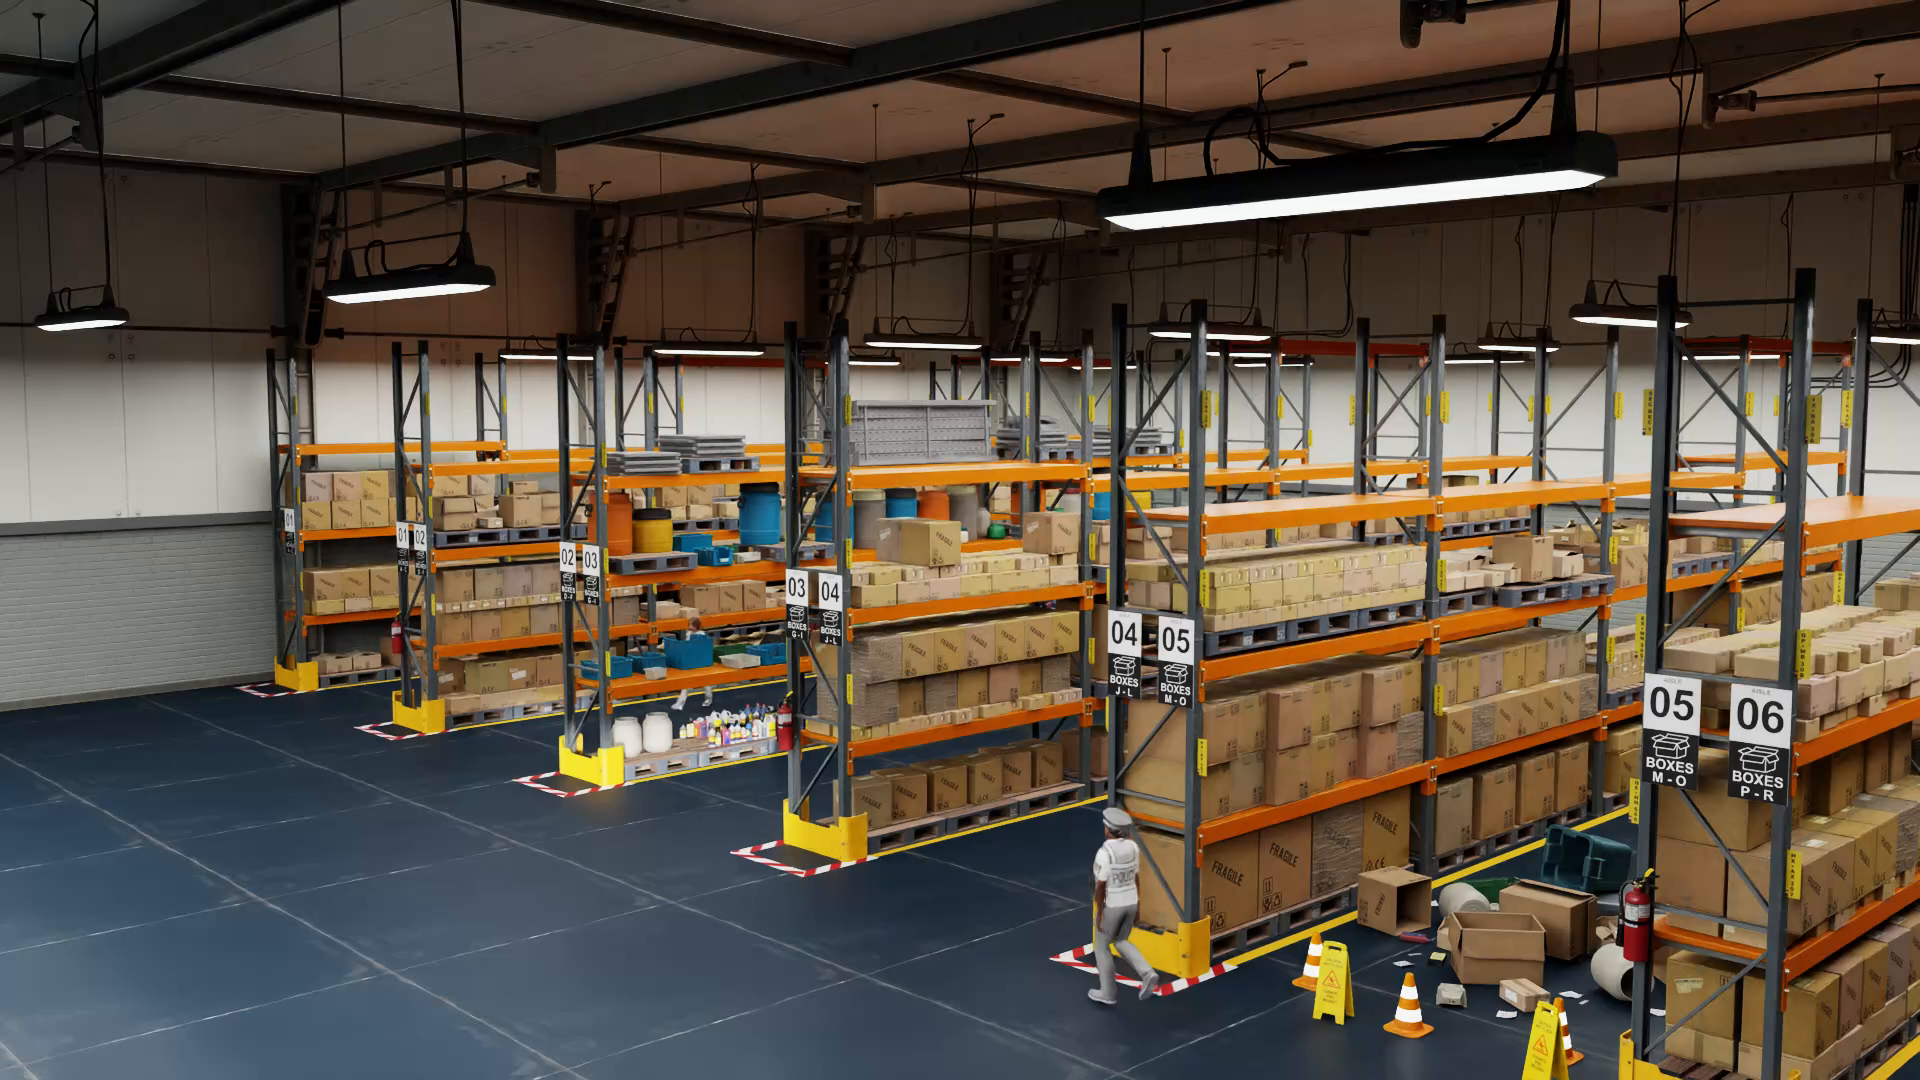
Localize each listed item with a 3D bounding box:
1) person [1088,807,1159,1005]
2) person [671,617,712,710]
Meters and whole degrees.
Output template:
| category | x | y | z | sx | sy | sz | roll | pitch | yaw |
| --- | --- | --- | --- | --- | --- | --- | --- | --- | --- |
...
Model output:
| category | x | y | z | sx | sy | sz | roll | pitch | yaw |
| --- | --- | --- | --- | --- | --- | --- | --- | --- | --- |
| person | 1.356 | 3.098 | 14.025 | 0.453 | 1.670 | 0.619 | -5 | 7 | -45 |
| person | -4.355 | 2.020 | 27.220 | 0.430 | 1.533 | 1.021 | 1 | 5 | 14 |
